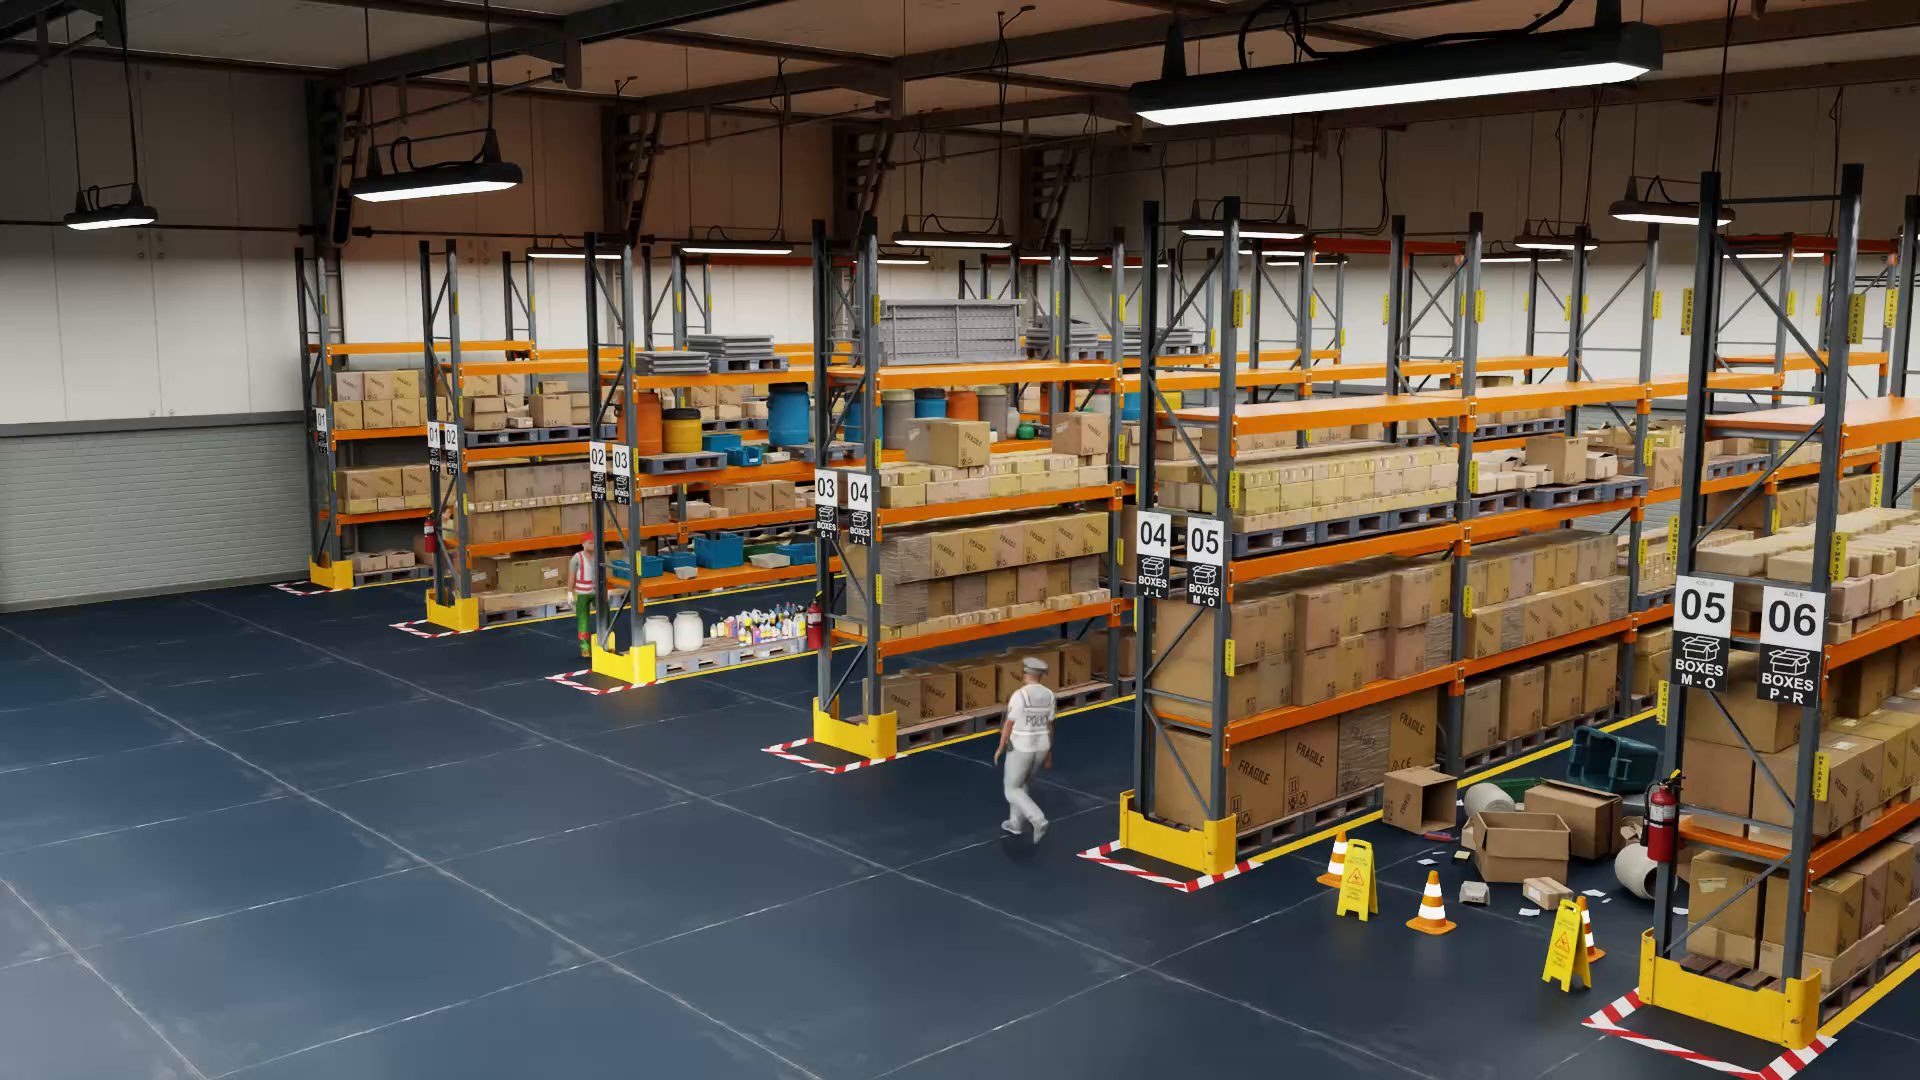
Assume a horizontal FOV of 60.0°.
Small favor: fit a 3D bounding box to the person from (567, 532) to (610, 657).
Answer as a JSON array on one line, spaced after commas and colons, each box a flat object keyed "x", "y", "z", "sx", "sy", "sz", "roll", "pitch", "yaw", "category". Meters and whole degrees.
[{"x": -5.338, "y": 0.788, "z": 23.918, "sx": 0.613, "sy": 1.804, "sz": 0.374, "roll": -5, "pitch": 10, "yaw": -30, "category": "person"}]

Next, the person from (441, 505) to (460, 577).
[{"x": -8.638, "y": 0.245, "z": 28.076, "sx": 0.594, "sy": 1.715, "sz": 0.479, "roll": -7, "pitch": 11, "yaw": -39, "category": "person"}]

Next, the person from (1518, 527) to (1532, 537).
[{"x": 8.892, "y": 0.618, "z": 26.148, "sx": 0.818, "sy": 1.449, "sz": 0.492, "roll": -8, "pitch": 12, "yaw": -43, "category": "person"}]

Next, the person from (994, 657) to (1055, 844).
[{"x": 0.678, "y": 2.000, "z": 15.826, "sx": 0.581, "sy": 1.730, "sz": 0.866, "roll": -7, "pitch": 11, "yaw": -38, "category": "person"}]
